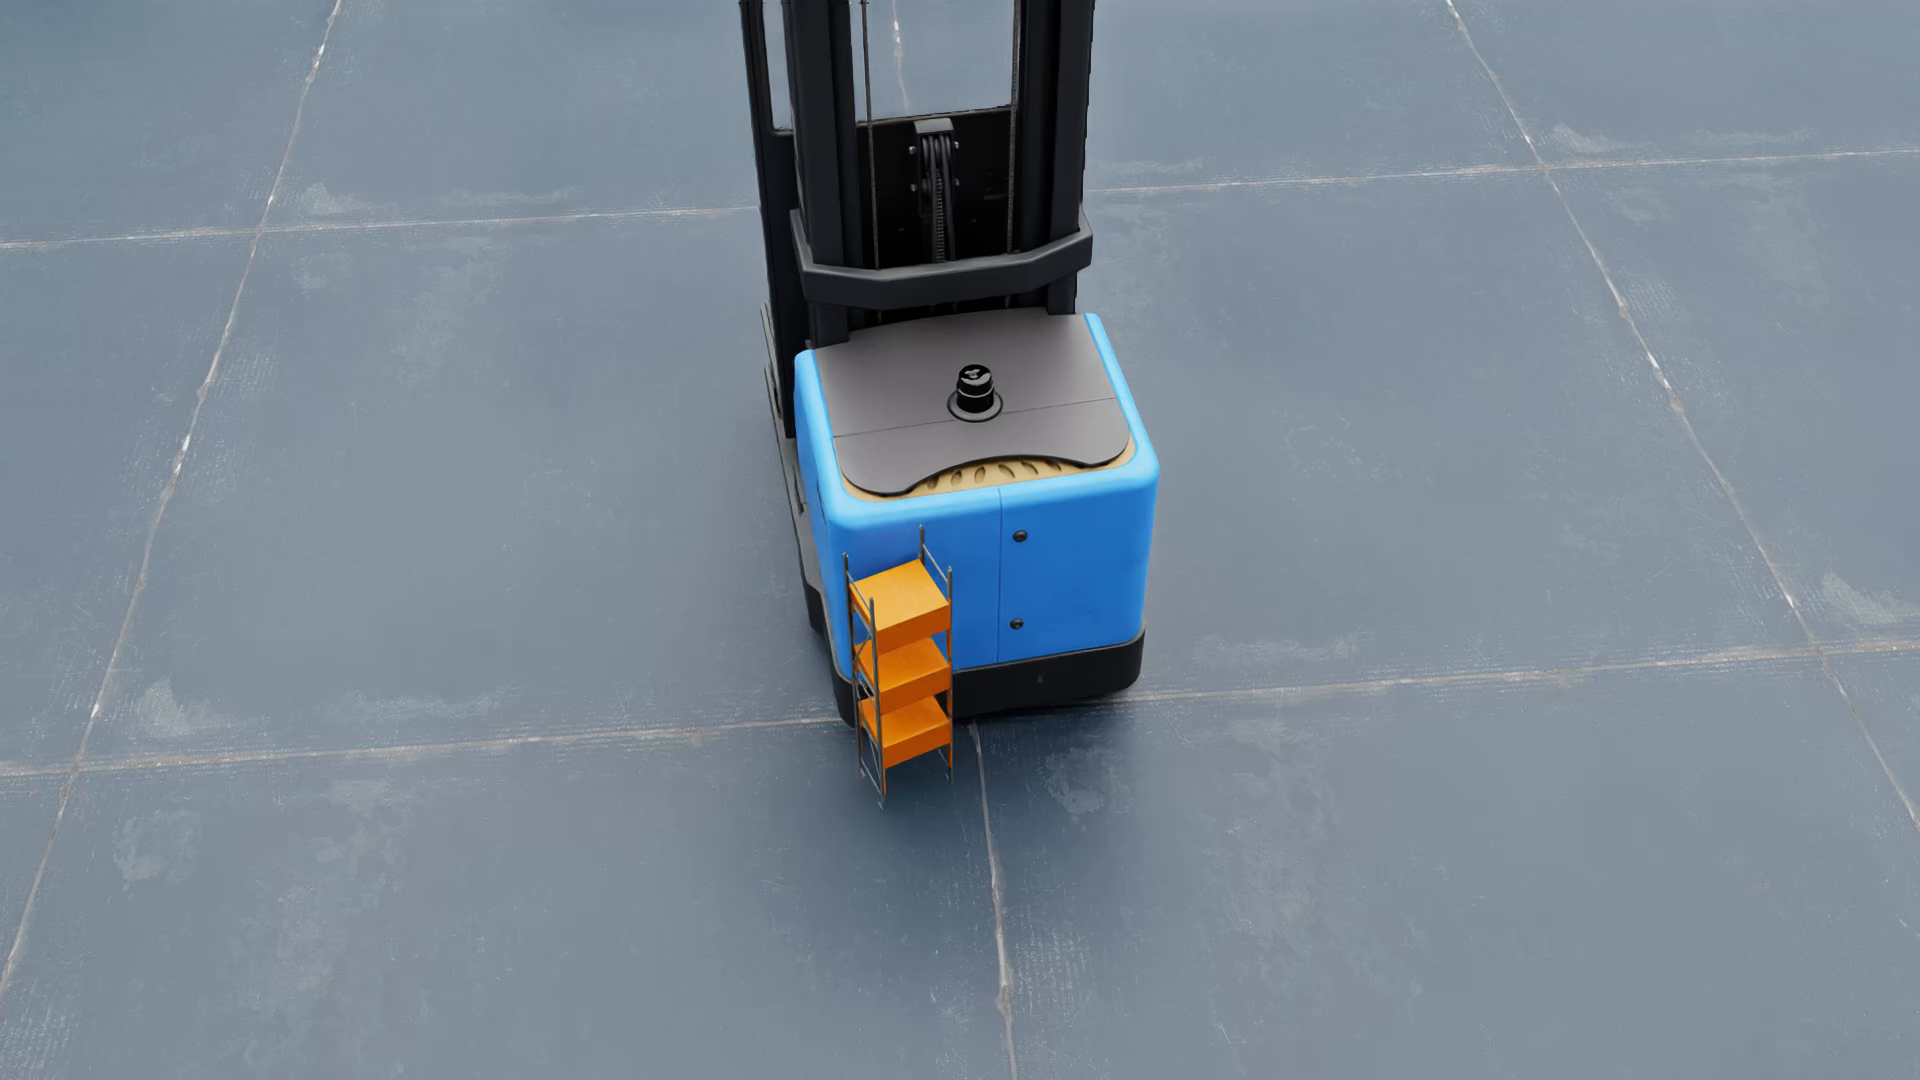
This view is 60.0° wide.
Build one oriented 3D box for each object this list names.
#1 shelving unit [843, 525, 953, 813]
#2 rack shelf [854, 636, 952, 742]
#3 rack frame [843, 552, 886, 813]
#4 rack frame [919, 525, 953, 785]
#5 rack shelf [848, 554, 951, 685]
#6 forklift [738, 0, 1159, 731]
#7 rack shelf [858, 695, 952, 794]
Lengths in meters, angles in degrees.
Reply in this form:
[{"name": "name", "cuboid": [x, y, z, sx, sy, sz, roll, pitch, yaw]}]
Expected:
[{"name": "shelving unit", "cuboid": [-0.180, 0.422, 5.127, 0.252, 1.050, 0.215, -20, 50, -18]}, {"name": "rack shelf", "cuboid": [-0.180, 0.430, 5.134, 0.240, 0.259, 0.215, -20, 50, -18]}, {"name": "rack frame", "cuboid": [-0.289, 0.462, 5.089, 0.008, 1.050, 0.200, -20, 50, -18]}, {"name": "rack frame", "cuboid": [-0.071, 0.383, 5.164, 0.008, 1.050, 0.200, -20, 50, -18]}, {"name": "rack shelf", "cuboid": [-0.180, 0.235, 4.928, 0.240, 0.259, 0.215, -20, 50, -18]}, {"name": "forklift", "cuboid": [-0.177, -1.460, 5.614, 1.130, 2.935, 3.031, -8, 47, -8]}, {"name": "rack shelf", "cuboid": [-0.180, 0.620, 5.336, 0.240, 0.259, 0.215, -20, 50, -18]}]
